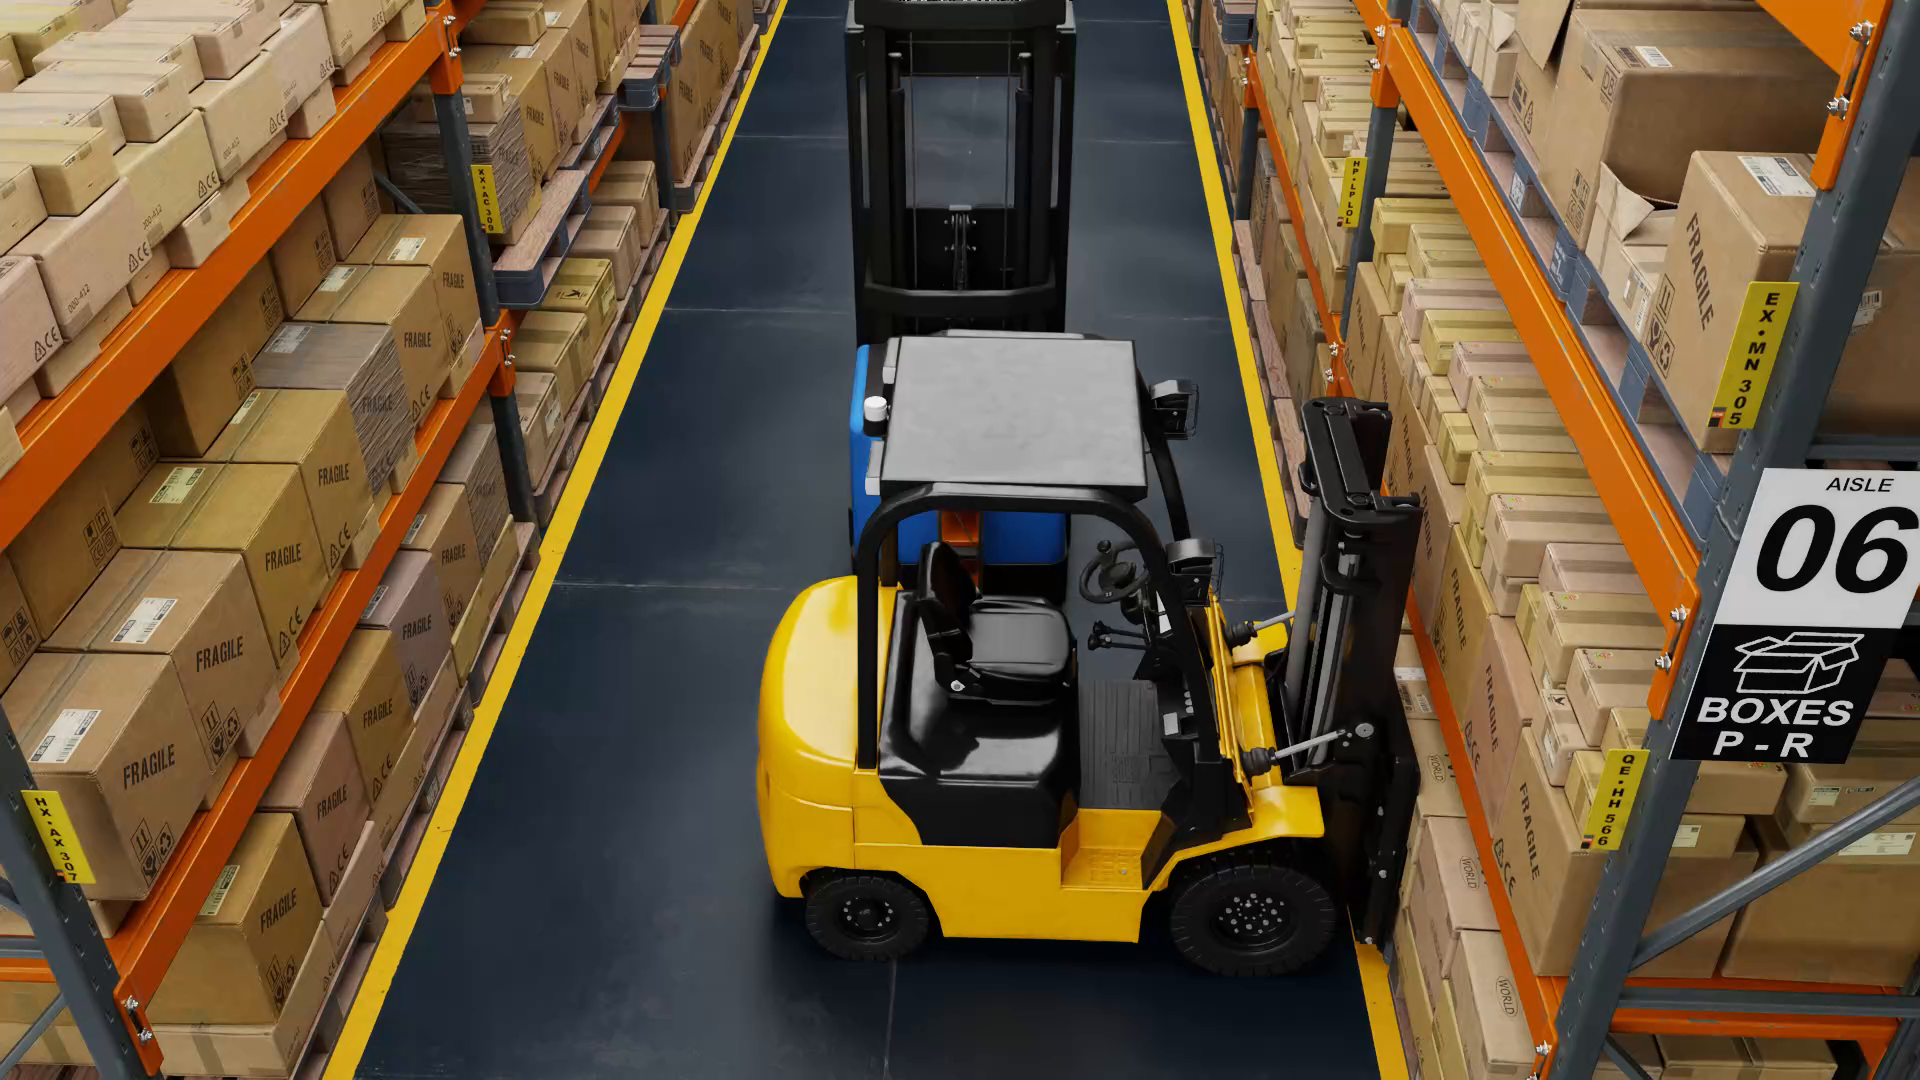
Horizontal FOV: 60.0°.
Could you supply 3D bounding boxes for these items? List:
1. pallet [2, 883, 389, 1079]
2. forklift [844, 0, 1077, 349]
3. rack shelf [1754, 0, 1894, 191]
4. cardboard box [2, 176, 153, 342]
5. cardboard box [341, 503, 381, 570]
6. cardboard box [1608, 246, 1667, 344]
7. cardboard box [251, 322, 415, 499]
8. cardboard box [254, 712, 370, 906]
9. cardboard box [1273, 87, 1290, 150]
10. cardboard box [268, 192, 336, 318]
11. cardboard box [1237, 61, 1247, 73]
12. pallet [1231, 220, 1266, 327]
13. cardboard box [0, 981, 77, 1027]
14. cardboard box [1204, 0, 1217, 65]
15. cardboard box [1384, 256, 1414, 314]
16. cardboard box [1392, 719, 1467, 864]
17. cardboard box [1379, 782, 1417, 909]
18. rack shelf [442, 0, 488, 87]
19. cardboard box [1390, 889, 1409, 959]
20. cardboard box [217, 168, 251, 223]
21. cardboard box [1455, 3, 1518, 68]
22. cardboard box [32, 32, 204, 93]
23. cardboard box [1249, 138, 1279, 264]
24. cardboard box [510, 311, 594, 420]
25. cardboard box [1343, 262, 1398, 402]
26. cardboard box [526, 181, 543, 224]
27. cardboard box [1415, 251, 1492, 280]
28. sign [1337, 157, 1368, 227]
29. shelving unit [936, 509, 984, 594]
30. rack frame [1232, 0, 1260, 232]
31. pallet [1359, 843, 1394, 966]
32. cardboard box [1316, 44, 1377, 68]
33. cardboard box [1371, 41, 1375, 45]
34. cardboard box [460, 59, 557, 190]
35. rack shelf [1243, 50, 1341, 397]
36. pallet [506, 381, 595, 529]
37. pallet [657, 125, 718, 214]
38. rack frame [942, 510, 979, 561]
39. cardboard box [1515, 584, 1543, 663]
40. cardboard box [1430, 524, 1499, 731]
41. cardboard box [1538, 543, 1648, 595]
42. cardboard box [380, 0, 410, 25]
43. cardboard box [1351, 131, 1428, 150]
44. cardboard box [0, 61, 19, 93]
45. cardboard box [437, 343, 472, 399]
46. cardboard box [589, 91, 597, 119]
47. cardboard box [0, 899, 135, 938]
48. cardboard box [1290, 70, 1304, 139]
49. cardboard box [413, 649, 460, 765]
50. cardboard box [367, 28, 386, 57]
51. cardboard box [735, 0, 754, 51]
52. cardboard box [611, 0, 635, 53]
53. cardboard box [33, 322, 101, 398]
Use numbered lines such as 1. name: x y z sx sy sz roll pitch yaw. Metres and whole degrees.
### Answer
1. pallet: -2.777 1.735 6.044 1.003 0.211 1.213 1 35 2
2. forklift: 0.007 -1.697 8.561 1.121 2.935 3.031 0 35 0
3. rack shelf: 2.193 -1.930 4.589 1.077 0.370 4.000 1 35 2
4. cardboard box: -2.531 -0.756 4.426 0.500 0.250 0.500 1 35 1
5. cardboard box: -2.447 -0.022 6.336 0.380 0.149 0.250 2 35 2
6. cardboard box: 1.842 -0.604 4.105 0.380 0.149 0.250 0 35 1
7. cardboard box: -2.486 -0.502 6.456 0.500 0.500 0.500 2 35 3
8. cardboard box: -2.522 0.978 6.069 0.500 0.500 0.500 0 35 0
9. cardboard box: 2.133 -2.485 9.753 0.500 0.250 0.500 0 35 0
10. cardboard box: -2.964 -1.226 6.616 0.700 0.500 0.500 2 35 2
11. cardboard box: 2.235 -3.392 12.159 0.380 0.149 0.250 0 35 0
12. pallet: 2.362 -1.768 11.027 1.003 0.211 1.213 1 35 2
13. cardboard box: -3.076 1.283 5.635 0.500 0.500 0.500 2 35 2
14. cardboard box: 2.338 -4.249 13.941 0.500 0.500 0.500 1 35 1
15. cardboard box: 1.988 -1.063 6.948 0.380 0.149 0.250 2 35 3
16. cardboard box: 1.844 0.904 5.957 0.500 0.250 0.500 2 35 2
17. cardboard box: 1.850 1.093 6.124 0.500 0.250 0.500 1 35 1
18. rack shelf: -2.607 -3.277 8.766 1.077 0.370 4.000 1 35 2
19. cardboard box: 1.874 1.319 6.236 0.500 0.250 0.500 2 35 2
20. cardboard box: -2.492 -1.099 5.261 0.380 0.149 0.250 0 35 1
21. cardboard box: 1.921 -1.727 5.702 0.380 0.149 0.250 2 35 3
22. cardboard box: -2.537 -1.420 5.024 0.380 0.149 0.250 2 35 3
23. cardboard box: 2.395 -2.223 10.950 0.875 0.625 0.625 2 35 3
24. cardboard box: -2.643 -1.006 9.439 0.950 0.372 0.625 3 35 5
25. cardboard box: 1.994 -0.874 7.244 0.500 0.500 0.500 0 35 1
26. cardboard box: -2.330 -1.717 8.384 0.380 0.149 0.250 2 35 3
27. cardboard box: 2.042 -1.035 6.650 0.380 0.149 0.250 1 35 1
28. sign: 1.730 -1.531 7.327 0.100 0.325 0.005 1 35 2
29. shelving unit: 0.002 0.020 7.754 0.215 1.050 0.252 0 35 0
30. rack frame: 2.434 -3.380 10.897 1.000 3.000 0.127 1 35 2
31. pallet: 2.153 1.217 6.780 1.003 0.211 1.213 1 35 2
32. cardboard box: 2.171 -2.617 9.160 0.380 0.149 0.250 1 35 2
33. cardboard box: 2.652 -2.678 9.593 0.500 0.250 0.500 1 35 2
34. cardboard box: -2.362 -2.080 8.335 0.500 0.500 0.500 1 35 2
35. rack shelf: 2.353 -1.937 9.469 1.077 0.370 4.000 1 35 2
36. pallet: -2.657 -0.501 9.225 1.003 0.211 1.213 1 35 2
37. pallet: -2.419 -2.803 12.501 1.003 0.211 1.213 1 35 2
38. rack frame: 0.002 -0.050 7.853 0.200 1.050 0.008 0 35 0
39. cardboard box: 1.920 0.267 5.057 0.380 0.149 0.250 1 35 2
40. cardboard box: 1.920 0.294 5.582 0.500 0.500 0.500 1 35 1
41. cardboard box: 1.963 0.142 4.975 0.380 0.149 0.250 2 35 2
42. cardboard box: -2.436 -2.222 6.511 0.500 0.250 0.500 1 35 1
43. cardboard box: 2.120 -1.878 8.108 0.380 0.149 0.250 1 35 2
44. cardboard box: -2.973 -1.278 4.821 0.380 0.149 0.250 0 35 1
45. cardboard box: -2.398 -0.757 7.382 0.380 0.149 0.250 2 35 3
46. cardboard box: -2.287 -2.476 9.464 0.380 0.149 0.250 0 35 0
47. cardboard box: -2.627 1.016 4.860 0.380 0.149 0.250 1 35 2
48. cardboard box: 2.116 -2.392 9.187 0.500 0.250 0.500 2 35 3
49. cardboard box: -2.478 0.702 7.114 0.500 0.250 0.500 2 35 3
50. cardboard box: -2.493 -1.988 6.525 0.380 0.149 0.250 2 35 2
51. cardboard box: -2.310 -4.736 14.308 0.875 0.875 0.875 2 35 3
52. cardboard box: -2.276 -3.263 10.018 0.500 0.500 0.500 1 35 1
53. cardboard box: -2.544 -0.509 4.420 0.380 0.149 0.250 2 35 3
